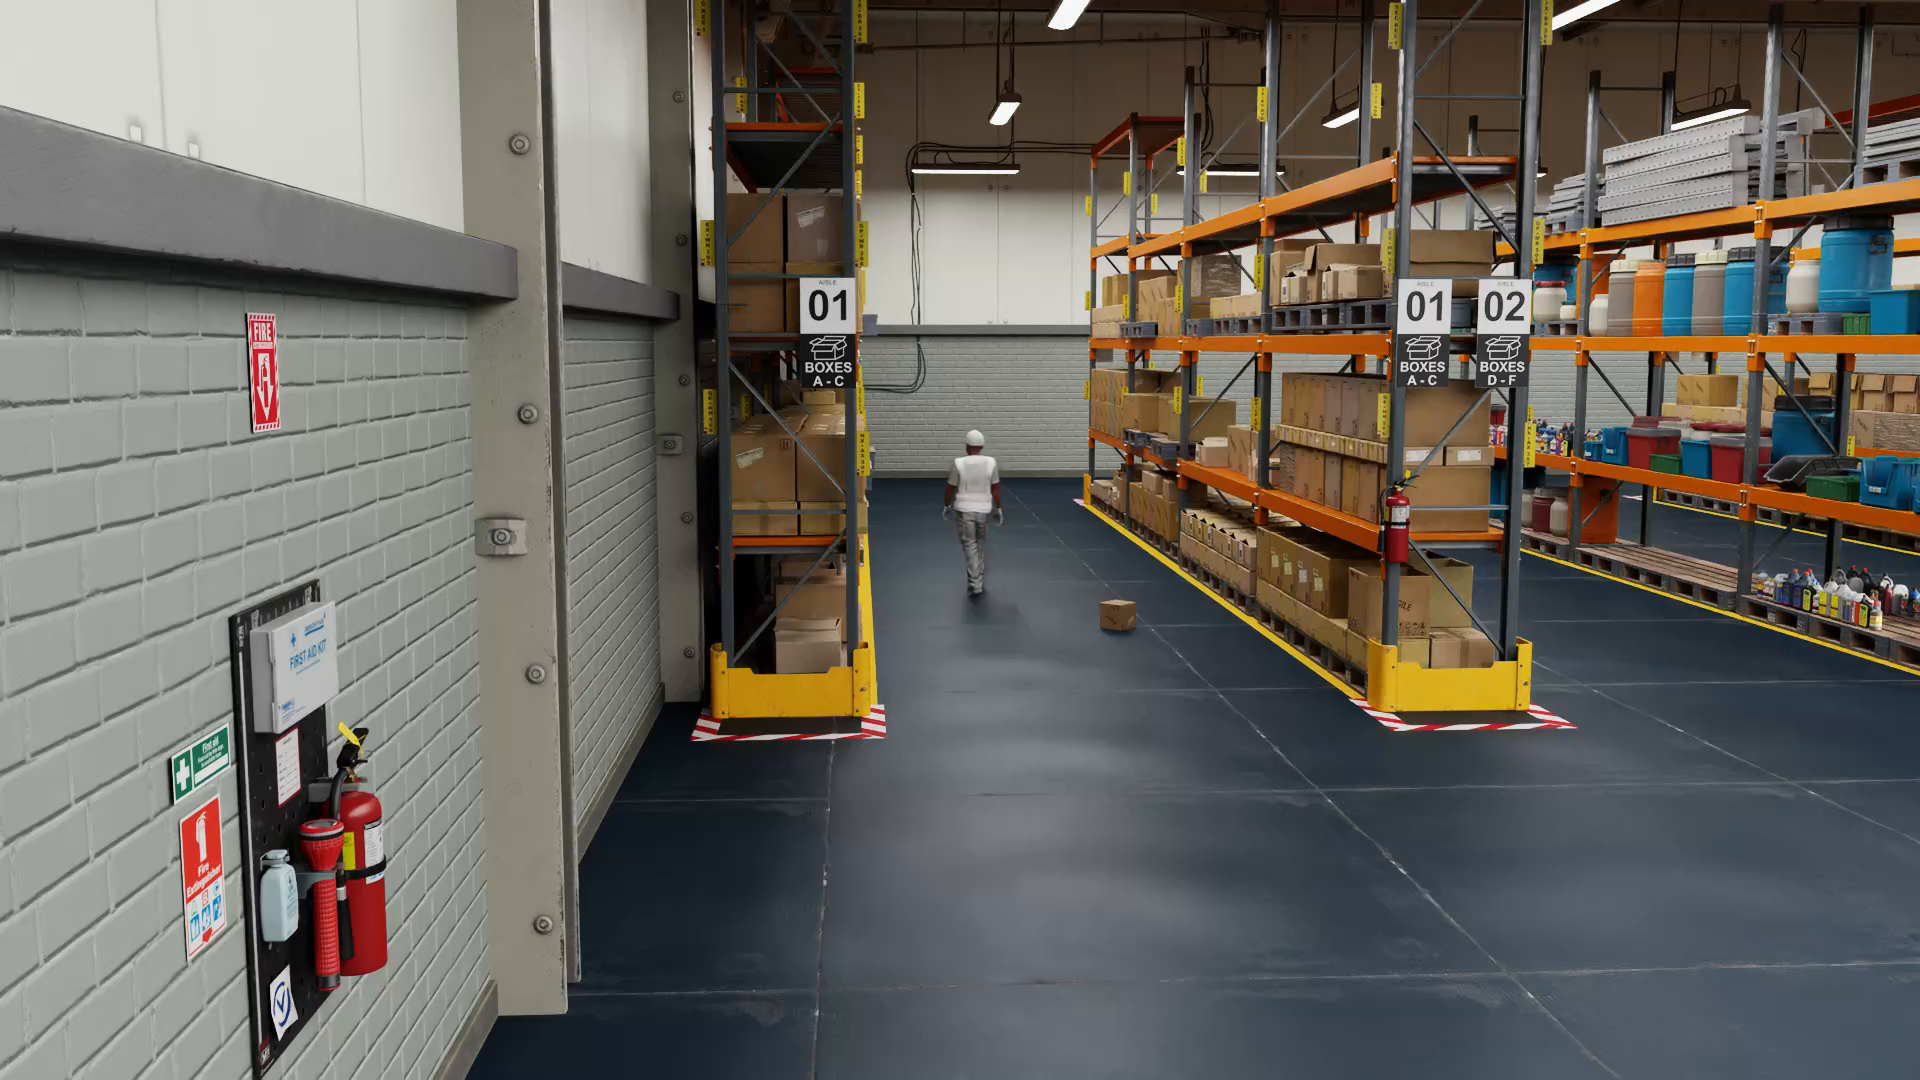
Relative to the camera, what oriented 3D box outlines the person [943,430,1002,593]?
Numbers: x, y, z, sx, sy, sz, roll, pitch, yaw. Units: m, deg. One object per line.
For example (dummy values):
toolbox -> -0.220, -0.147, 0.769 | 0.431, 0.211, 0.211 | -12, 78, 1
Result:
person -> 0.117, -0.300, 18.220 | 0.603, 1.818, 0.756 | -2, 7, -17
